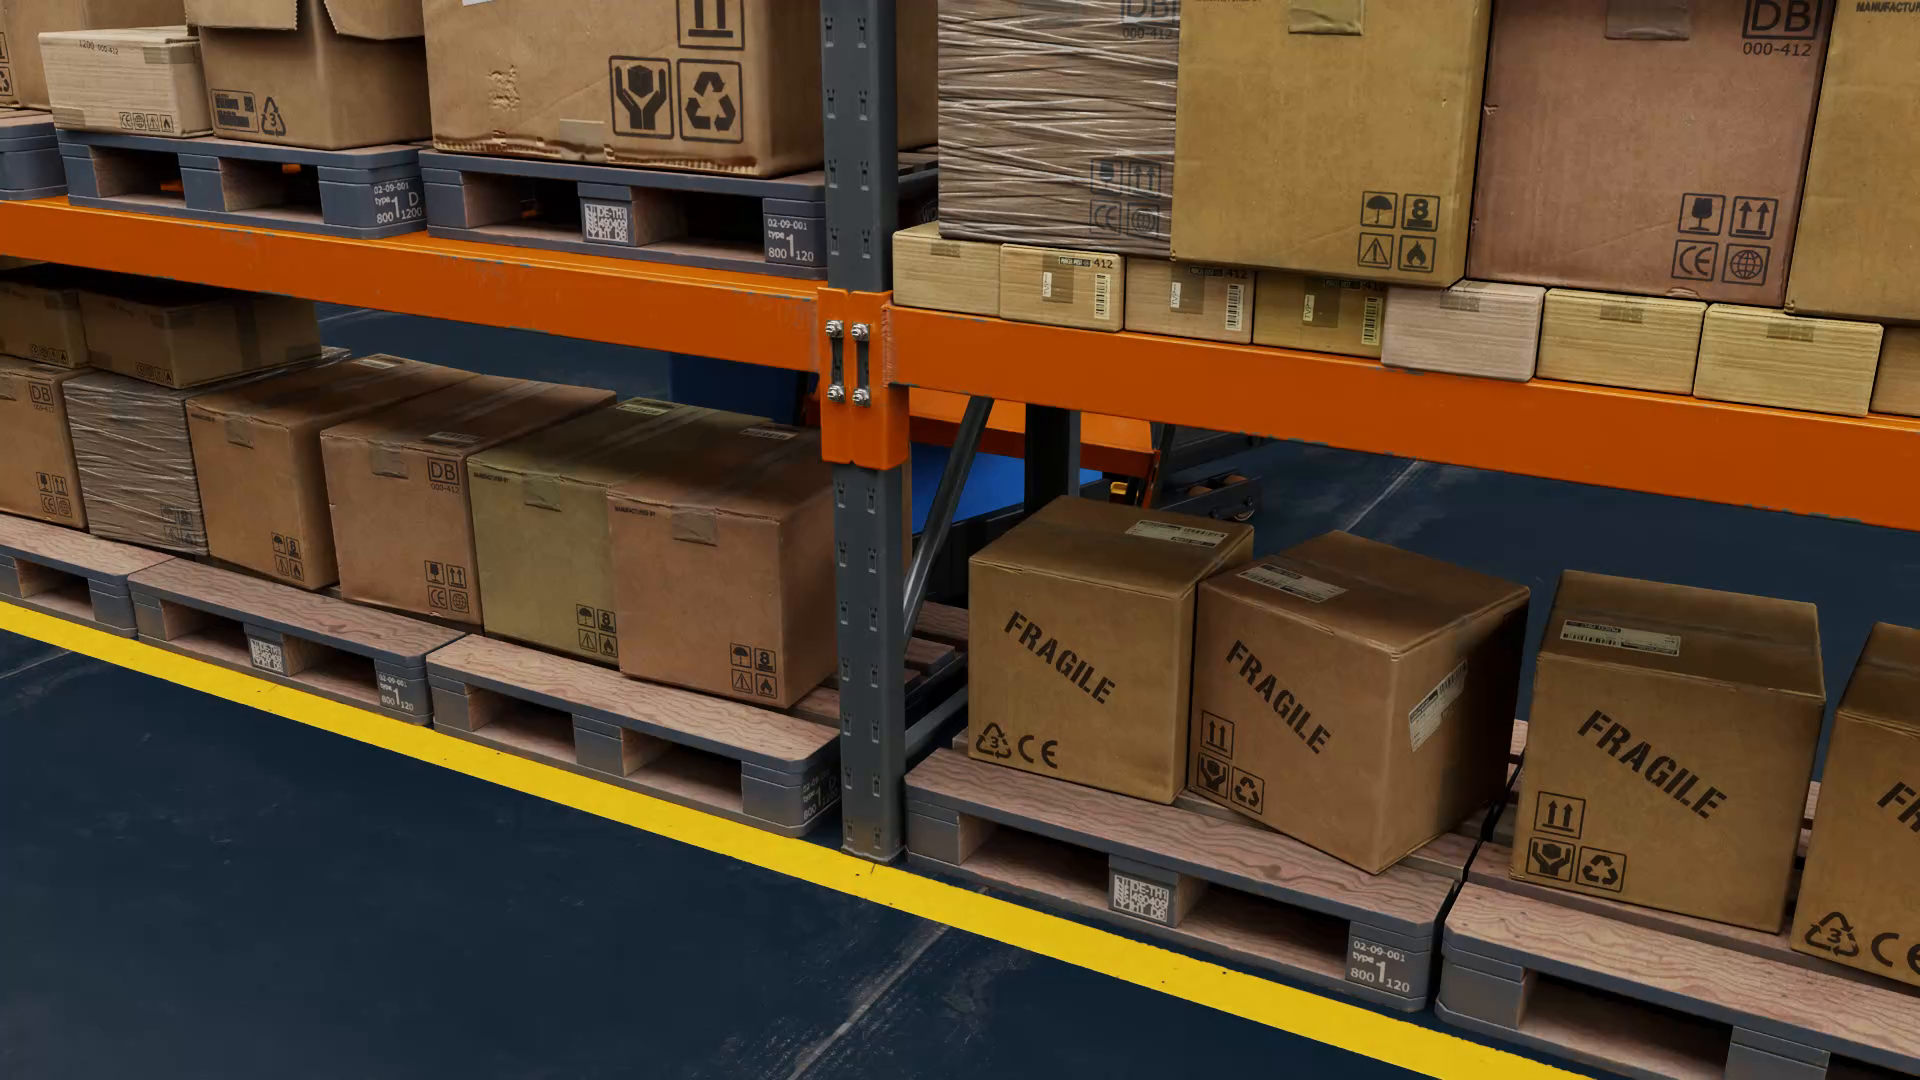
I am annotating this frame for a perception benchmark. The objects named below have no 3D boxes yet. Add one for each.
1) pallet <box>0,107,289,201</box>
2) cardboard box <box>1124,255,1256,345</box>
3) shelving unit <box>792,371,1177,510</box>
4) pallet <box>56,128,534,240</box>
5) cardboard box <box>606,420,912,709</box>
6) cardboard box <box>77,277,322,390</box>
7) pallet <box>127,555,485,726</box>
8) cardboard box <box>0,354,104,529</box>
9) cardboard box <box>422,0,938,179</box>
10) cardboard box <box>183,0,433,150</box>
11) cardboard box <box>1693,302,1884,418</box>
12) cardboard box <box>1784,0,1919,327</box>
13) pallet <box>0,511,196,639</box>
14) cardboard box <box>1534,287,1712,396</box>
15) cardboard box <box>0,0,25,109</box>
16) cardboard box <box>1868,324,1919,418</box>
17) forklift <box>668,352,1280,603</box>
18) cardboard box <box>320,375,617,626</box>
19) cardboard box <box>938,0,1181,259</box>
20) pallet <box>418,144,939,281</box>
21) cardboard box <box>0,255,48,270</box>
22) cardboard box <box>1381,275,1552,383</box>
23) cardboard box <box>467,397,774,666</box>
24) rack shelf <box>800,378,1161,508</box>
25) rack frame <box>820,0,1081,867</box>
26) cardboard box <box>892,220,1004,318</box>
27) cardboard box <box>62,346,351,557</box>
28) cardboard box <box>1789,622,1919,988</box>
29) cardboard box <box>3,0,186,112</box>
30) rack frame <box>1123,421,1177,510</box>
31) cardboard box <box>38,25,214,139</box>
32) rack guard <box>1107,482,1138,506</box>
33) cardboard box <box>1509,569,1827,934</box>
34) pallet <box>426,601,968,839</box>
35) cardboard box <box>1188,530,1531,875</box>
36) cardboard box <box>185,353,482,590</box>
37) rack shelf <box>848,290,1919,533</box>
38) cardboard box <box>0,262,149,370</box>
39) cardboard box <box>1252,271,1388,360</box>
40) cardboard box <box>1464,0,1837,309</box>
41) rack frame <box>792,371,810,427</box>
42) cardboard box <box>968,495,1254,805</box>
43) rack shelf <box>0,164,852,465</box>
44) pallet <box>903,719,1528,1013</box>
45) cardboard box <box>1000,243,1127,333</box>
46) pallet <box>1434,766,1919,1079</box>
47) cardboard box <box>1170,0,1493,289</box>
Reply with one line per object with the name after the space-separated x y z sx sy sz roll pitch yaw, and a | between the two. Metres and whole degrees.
-2.795 -1.309 5.357 1.003 0.211 1.213 11 23 27 | pallet
0.507 -0.499 3.210 0.250 0.149 0.380 11 23 27 | cardboard box
0.083 -0.527 4.755 1.083 1.500 0.587 9 31 -1 | shelving unit
-1.721 -1.079 4.722 1.213 0.211 1.003 11 23 27 | pallet
-0.503 0.039 4.380 0.500 0.500 0.700 9 22 23 | cardboard box
-2.402 -0.683 5.269 0.500 0.250 0.500 14 24 33 | cardboard box
-1.727 0.158 5.119 1.213 0.211 1.003 11 23 27 | pallet
-2.875 -0.412 5.624 0.500 0.500 0.700 10 22 24 | cardboard box
-0.603 -1.474 4.035 1.000 1.000 1.000 11 23 28 | cardboard box
-1.536 -1.328 4.359 0.637 0.503 0.797 13 24 33 | cardboard box
1.380 -0.332 2.750 0.250 0.149 0.380 11 23 27 | cardboard box
1.707 -0.672 2.737 0.500 0.500 0.875 11 23 27 | cardboard box
-2.788 -0.045 5.679 1.213 0.211 1.003 11 23 27 | pallet
1.167 -0.377 2.874 0.250 0.149 0.380 11 23 27 | cardboard box
-2.978 -1.653 5.260 0.500 0.500 0.500 8 21 21 | cardboard box
1.620 -0.304 2.673 0.250 0.149 0.380 11 23 27 | cardboard box
0.468 -1.521 5.759 3.031 2.935 1.130 -17 26 -39 | forklift
-1.399 -0.139 4.870 0.500 0.500 0.700 9 22 23 | cardboard box
0.385 -0.915 3.405 0.500 0.500 0.875 11 23 27 | cardboard box
-0.574 -0.901 4.232 1.213 0.211 1.003 11 23 27 | pallet
-4.062 -0.806 6.188 0.875 0.875 1.225 10 22 25 | cardboard box
0.929 -0.406 2.955 0.250 0.149 0.380 11 23 27 | cardboard box
-0.910 -0.046 4.614 0.500 0.500 0.700 11 22 27 | cardboard box
0.066 -0.374 4.849 1.000 0.185 0.538 9 31 -1 | rack shelf
0.023 -0.821 3.730 0.127 3.000 1.000 11 23 27 | rack frame
0.064 -0.578 3.427 0.250 0.149 0.380 11 23 27 | cardboard box
-2.384 -0.324 5.380 0.500 0.500 0.700 9 22 23 | cardboard box
1.902 0.514 3.099 0.500 0.500 0.500 13 24 32 | cardboard box
-2.442 -1.590 5.086 0.500 0.500 0.700 15 25 35 | cardboard box
0.594 -0.447 4.767 0.032 1.500 0.500 9 31 -1 | rack frame
-2.118 -1.266 4.560 0.500 0.250 0.500 10 22 26 | cardboard box
0.485 0.076 5.091 0.087 0.250 0.587 9 31 -1 | rack guard
1.437 0.408 3.391 0.500 0.500 0.500 9 22 23 | cardboard box
-0.658 0.361 4.561 1.213 0.211 1.003 11 23 27 | pallet
0.856 0.328 3.612 0.500 0.500 0.500 -17 26 -39 | cardboard box
-1.886 -0.232 5.126 0.500 0.500 0.700 13 24 32 | cardboard box
1.769 -0.150 2.935 4.000 0.370 1.077 11 23 27 | rack shelf
-2.870 -0.768 5.504 0.500 0.250 0.500 12 23 29 | cardboard box
0.730 -0.460 3.103 0.250 0.149 0.380 11 23 27 | cardboard box
1.290 -0.768 3.000 0.500 0.500 0.875 11 23 27 | cardboard box
-0.410 -0.605 4.744 0.032 1.500 0.500 9 31 -1 | rack frame
0.352 0.235 3.868 0.500 0.500 0.500 10 22 26 | cardboard box
-1.723 -0.815 4.769 4.000 0.370 1.077 11 23 27 | rack shelf
0.626 0.591 3.926 1.213 0.211 1.003 11 23 27 | pallet
0.276 -0.532 3.302 0.250 0.149 0.380 11 23 27 | cardboard box
1.696 0.794 3.368 1.213 0.211 1.003 11 23 27 | pallet
0.805 -0.821 3.147 0.500 0.500 0.875 11 23 27 | cardboard box
